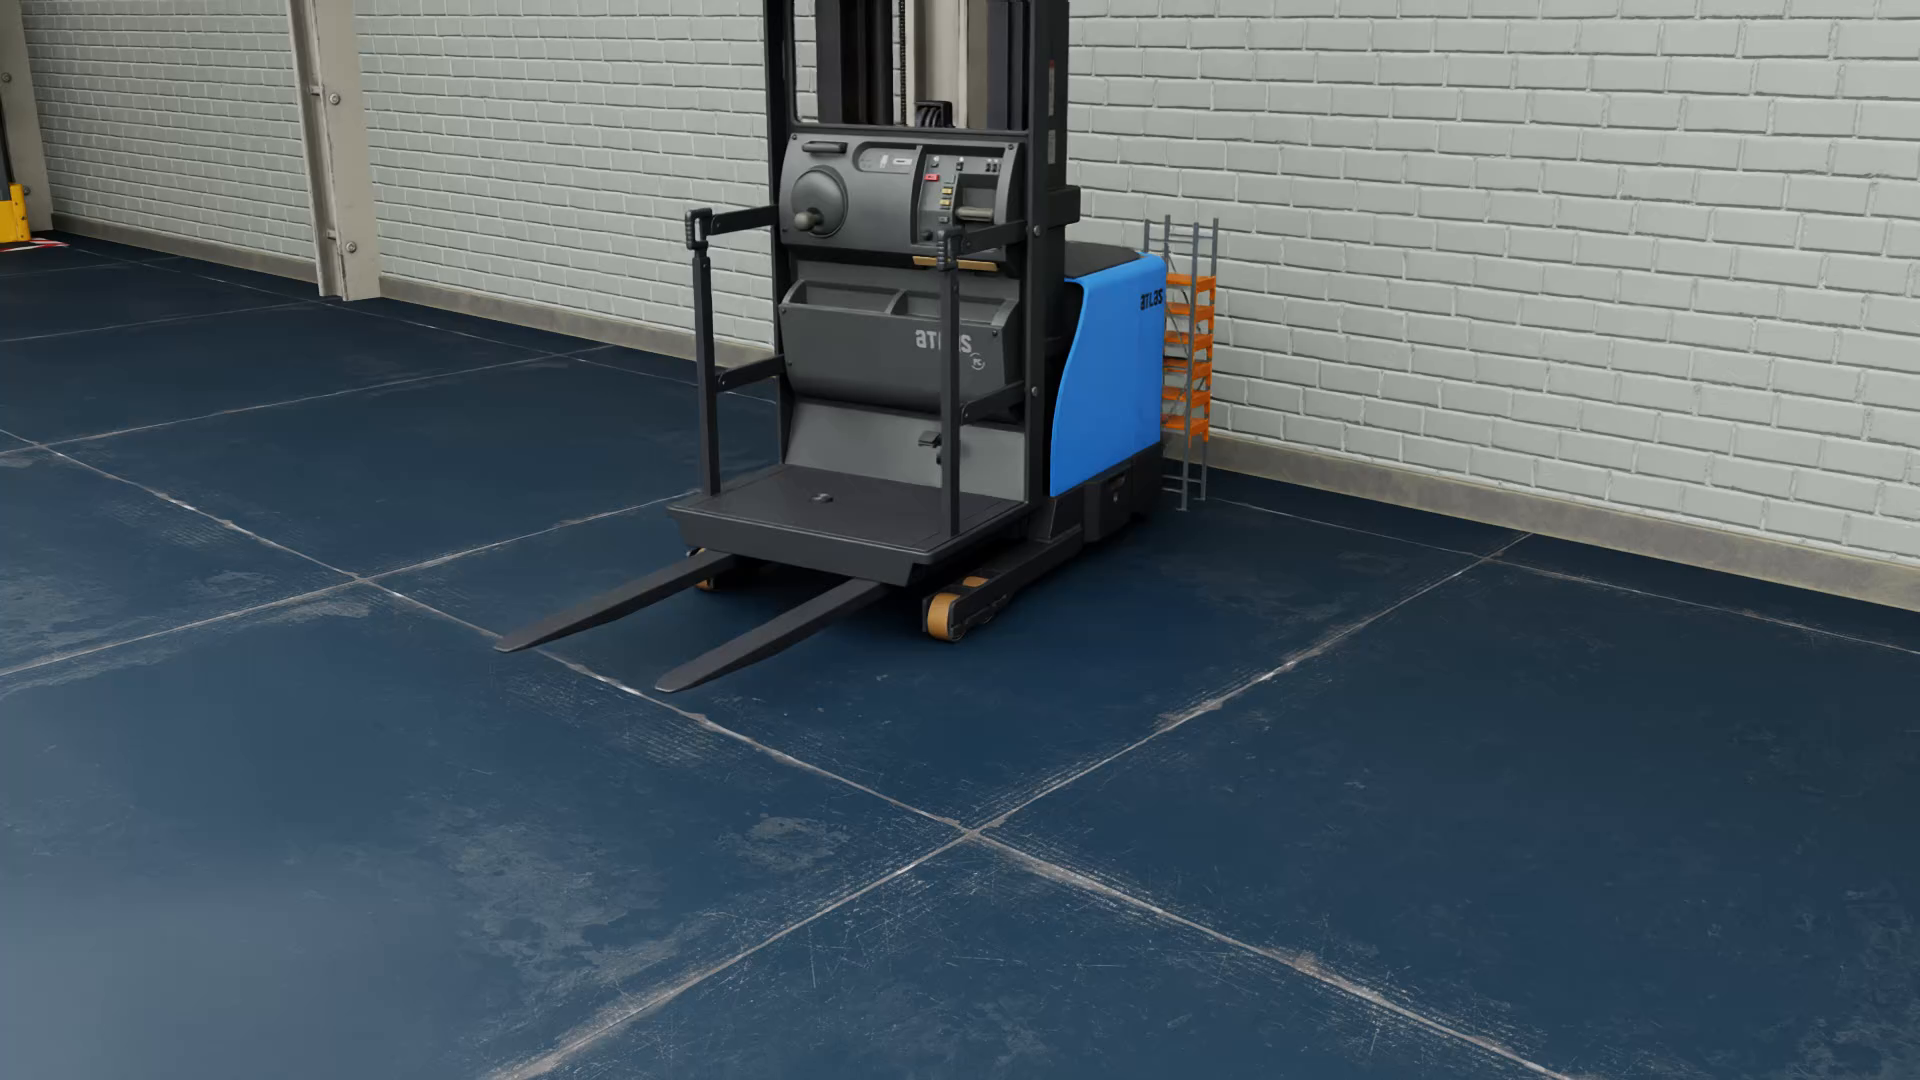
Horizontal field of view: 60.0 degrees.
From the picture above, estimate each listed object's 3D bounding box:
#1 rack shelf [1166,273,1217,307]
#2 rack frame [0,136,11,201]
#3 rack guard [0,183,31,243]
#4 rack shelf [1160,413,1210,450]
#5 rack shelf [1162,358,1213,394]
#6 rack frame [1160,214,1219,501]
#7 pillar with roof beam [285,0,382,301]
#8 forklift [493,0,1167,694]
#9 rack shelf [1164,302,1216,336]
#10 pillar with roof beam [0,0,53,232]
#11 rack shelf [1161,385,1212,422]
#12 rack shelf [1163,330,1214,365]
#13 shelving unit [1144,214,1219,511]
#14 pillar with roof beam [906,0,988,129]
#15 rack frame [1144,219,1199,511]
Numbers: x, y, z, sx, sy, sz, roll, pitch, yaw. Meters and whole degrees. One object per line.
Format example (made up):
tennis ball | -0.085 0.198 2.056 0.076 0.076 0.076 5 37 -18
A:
rack shelf | 0.902 -1.038 6.854 0.258 0.103 0.180 11 21 32
rack frame | -9.065 -4.099 14.568 0.127 3.000 1.000 15 23 39
rack guard | -9.047 -2.902 14.931 0.348 0.500 1.175 15 23 39
rack shelf | 0.902 -0.466 7.036 0.258 0.103 0.180 11 21 32
rack shelf | 0.902 -0.694 6.963 0.258 0.103 0.180 11 21 32
rack frame | 0.953 -0.760 7.022 0.240 1.200 0.006 11 21 32
pillar with roof beam | -7.358 -5.123 7.878 0.400 9.000 9.100 15 23 39
forklift | -0.327 -1.214 5.593 1.130 2.935 3.031 10 20 28
rack shelf | 0.902 -0.923 6.890 0.258 0.103 0.180 11 21 32
pillar with roof beam | -11.845 -6.328 11.674 0.400 9.000 9.100 15 23 39
rack shelf | 0.902 -0.580 6.999 0.258 0.103 0.180 11 21 32
rack shelf | 0.902 -0.809 6.927 0.258 0.103 0.180 11 21 32
shelving unit | 0.902 -0.737 6.950 0.258 1.200 0.189 11 21 32
pillar with roof beam | -2.870 -3.918 4.082 0.400 9.000 9.100 15 23 39
rack frame | 0.852 -0.714 6.877 0.240 1.200 0.006 11 21 32
